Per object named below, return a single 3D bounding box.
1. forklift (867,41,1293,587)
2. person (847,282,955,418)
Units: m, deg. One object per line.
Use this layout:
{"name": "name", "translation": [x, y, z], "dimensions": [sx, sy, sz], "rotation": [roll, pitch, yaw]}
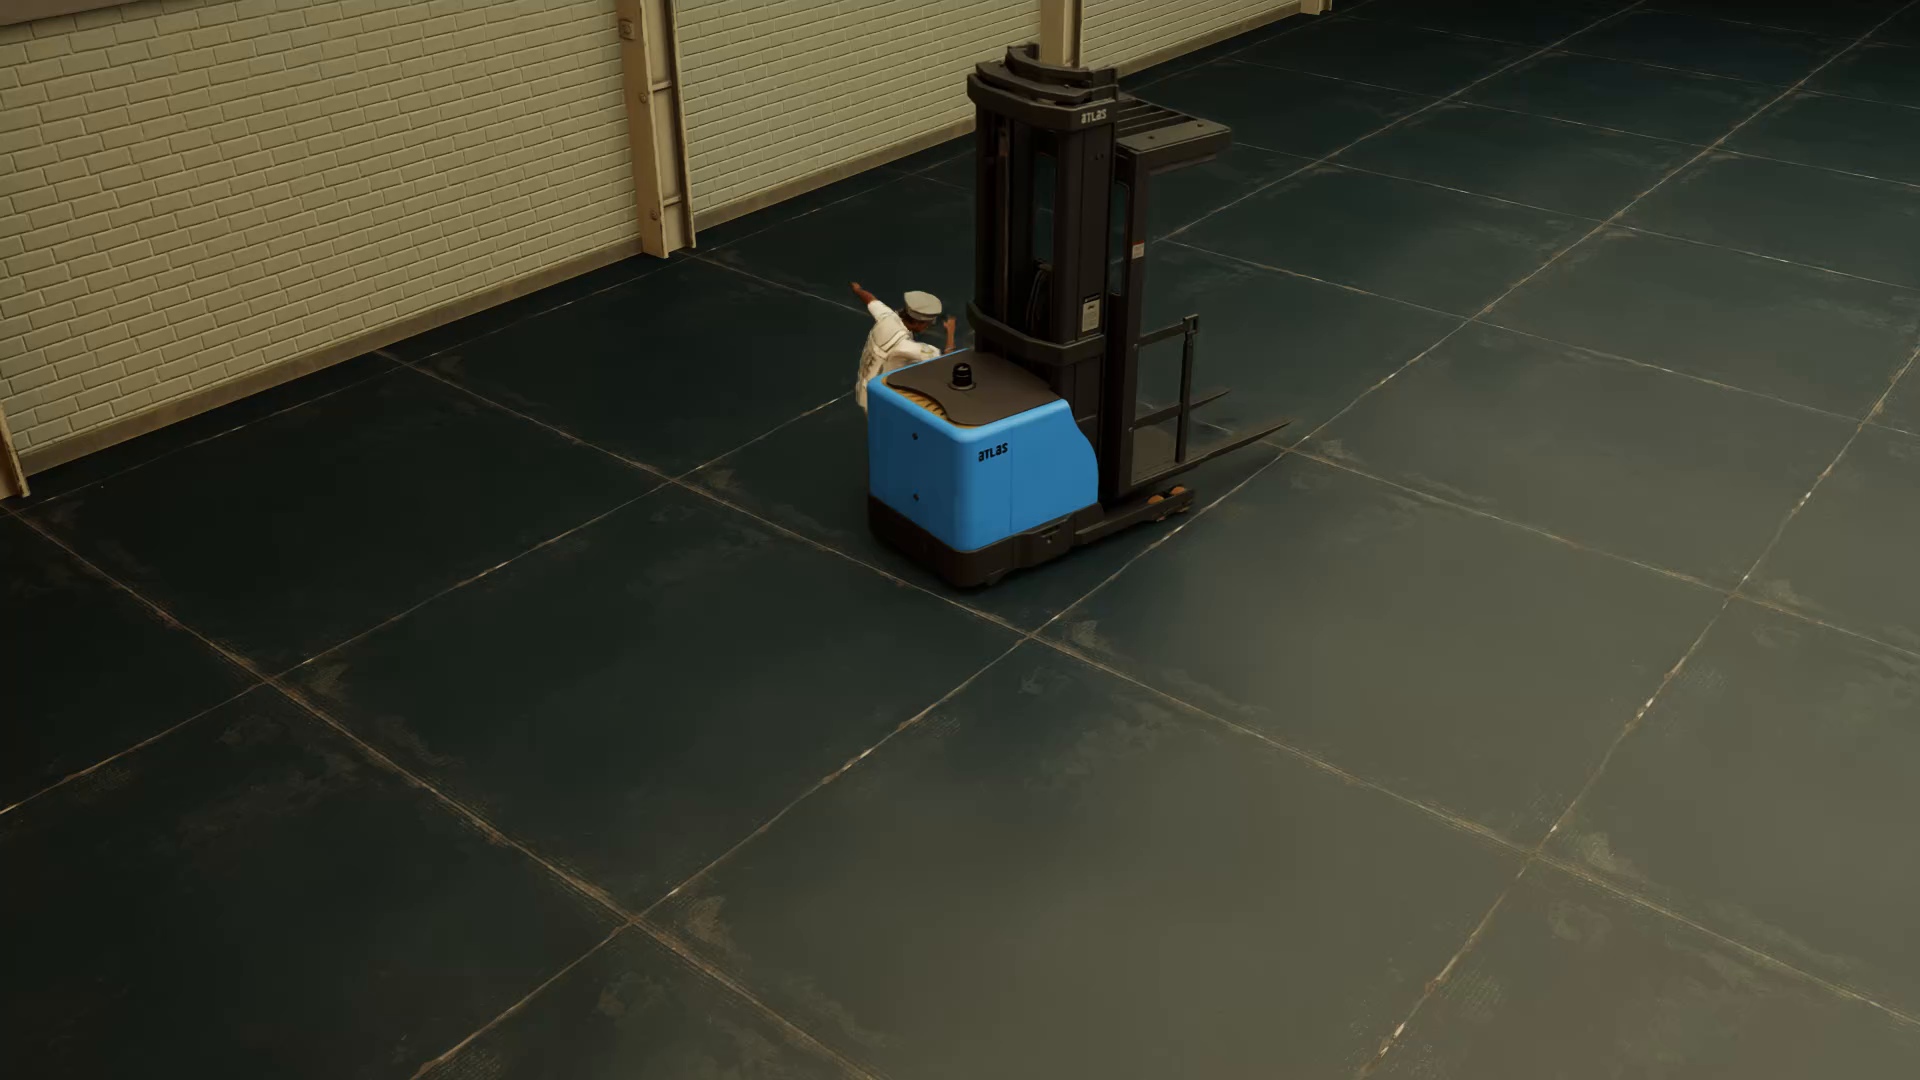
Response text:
{"name": "forklift", "translation": [0.898, -1.575, 10.290], "dimensions": [3.031, 2.935, 1.130], "rotation": [-21, 36, -32]}
{"name": "person", "translation": [-0.363, -1.036, 10.984], "dimensions": [0.691, 1.356, 1.322], "rotation": [-5, 31, -9]}
